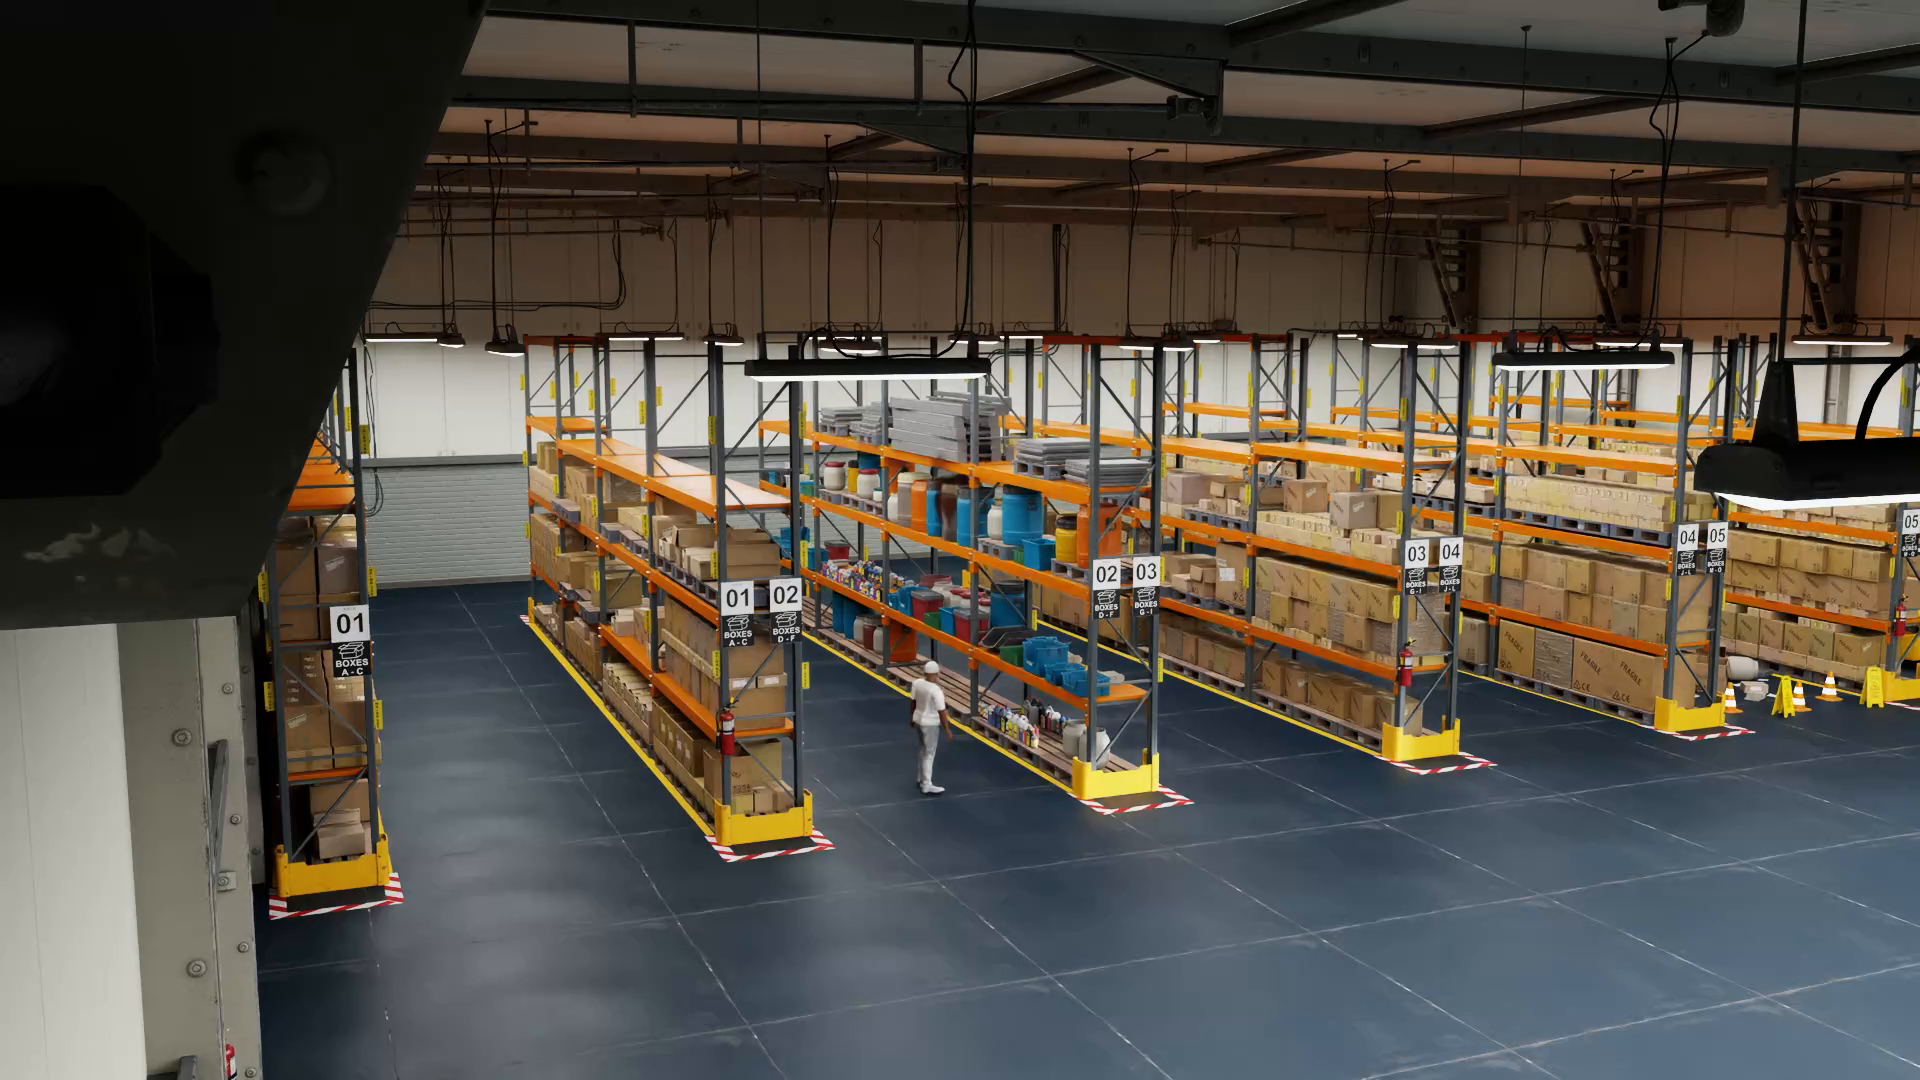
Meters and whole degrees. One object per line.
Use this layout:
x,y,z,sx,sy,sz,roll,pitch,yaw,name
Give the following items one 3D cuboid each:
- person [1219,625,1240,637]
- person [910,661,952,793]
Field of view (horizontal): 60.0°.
5.388,1.092,32.632,0.582,1.747,0.995,-3,8,-24,person
-0.422,2.507,22.412,0.455,1.813,0.684,-4,9,-30,person
